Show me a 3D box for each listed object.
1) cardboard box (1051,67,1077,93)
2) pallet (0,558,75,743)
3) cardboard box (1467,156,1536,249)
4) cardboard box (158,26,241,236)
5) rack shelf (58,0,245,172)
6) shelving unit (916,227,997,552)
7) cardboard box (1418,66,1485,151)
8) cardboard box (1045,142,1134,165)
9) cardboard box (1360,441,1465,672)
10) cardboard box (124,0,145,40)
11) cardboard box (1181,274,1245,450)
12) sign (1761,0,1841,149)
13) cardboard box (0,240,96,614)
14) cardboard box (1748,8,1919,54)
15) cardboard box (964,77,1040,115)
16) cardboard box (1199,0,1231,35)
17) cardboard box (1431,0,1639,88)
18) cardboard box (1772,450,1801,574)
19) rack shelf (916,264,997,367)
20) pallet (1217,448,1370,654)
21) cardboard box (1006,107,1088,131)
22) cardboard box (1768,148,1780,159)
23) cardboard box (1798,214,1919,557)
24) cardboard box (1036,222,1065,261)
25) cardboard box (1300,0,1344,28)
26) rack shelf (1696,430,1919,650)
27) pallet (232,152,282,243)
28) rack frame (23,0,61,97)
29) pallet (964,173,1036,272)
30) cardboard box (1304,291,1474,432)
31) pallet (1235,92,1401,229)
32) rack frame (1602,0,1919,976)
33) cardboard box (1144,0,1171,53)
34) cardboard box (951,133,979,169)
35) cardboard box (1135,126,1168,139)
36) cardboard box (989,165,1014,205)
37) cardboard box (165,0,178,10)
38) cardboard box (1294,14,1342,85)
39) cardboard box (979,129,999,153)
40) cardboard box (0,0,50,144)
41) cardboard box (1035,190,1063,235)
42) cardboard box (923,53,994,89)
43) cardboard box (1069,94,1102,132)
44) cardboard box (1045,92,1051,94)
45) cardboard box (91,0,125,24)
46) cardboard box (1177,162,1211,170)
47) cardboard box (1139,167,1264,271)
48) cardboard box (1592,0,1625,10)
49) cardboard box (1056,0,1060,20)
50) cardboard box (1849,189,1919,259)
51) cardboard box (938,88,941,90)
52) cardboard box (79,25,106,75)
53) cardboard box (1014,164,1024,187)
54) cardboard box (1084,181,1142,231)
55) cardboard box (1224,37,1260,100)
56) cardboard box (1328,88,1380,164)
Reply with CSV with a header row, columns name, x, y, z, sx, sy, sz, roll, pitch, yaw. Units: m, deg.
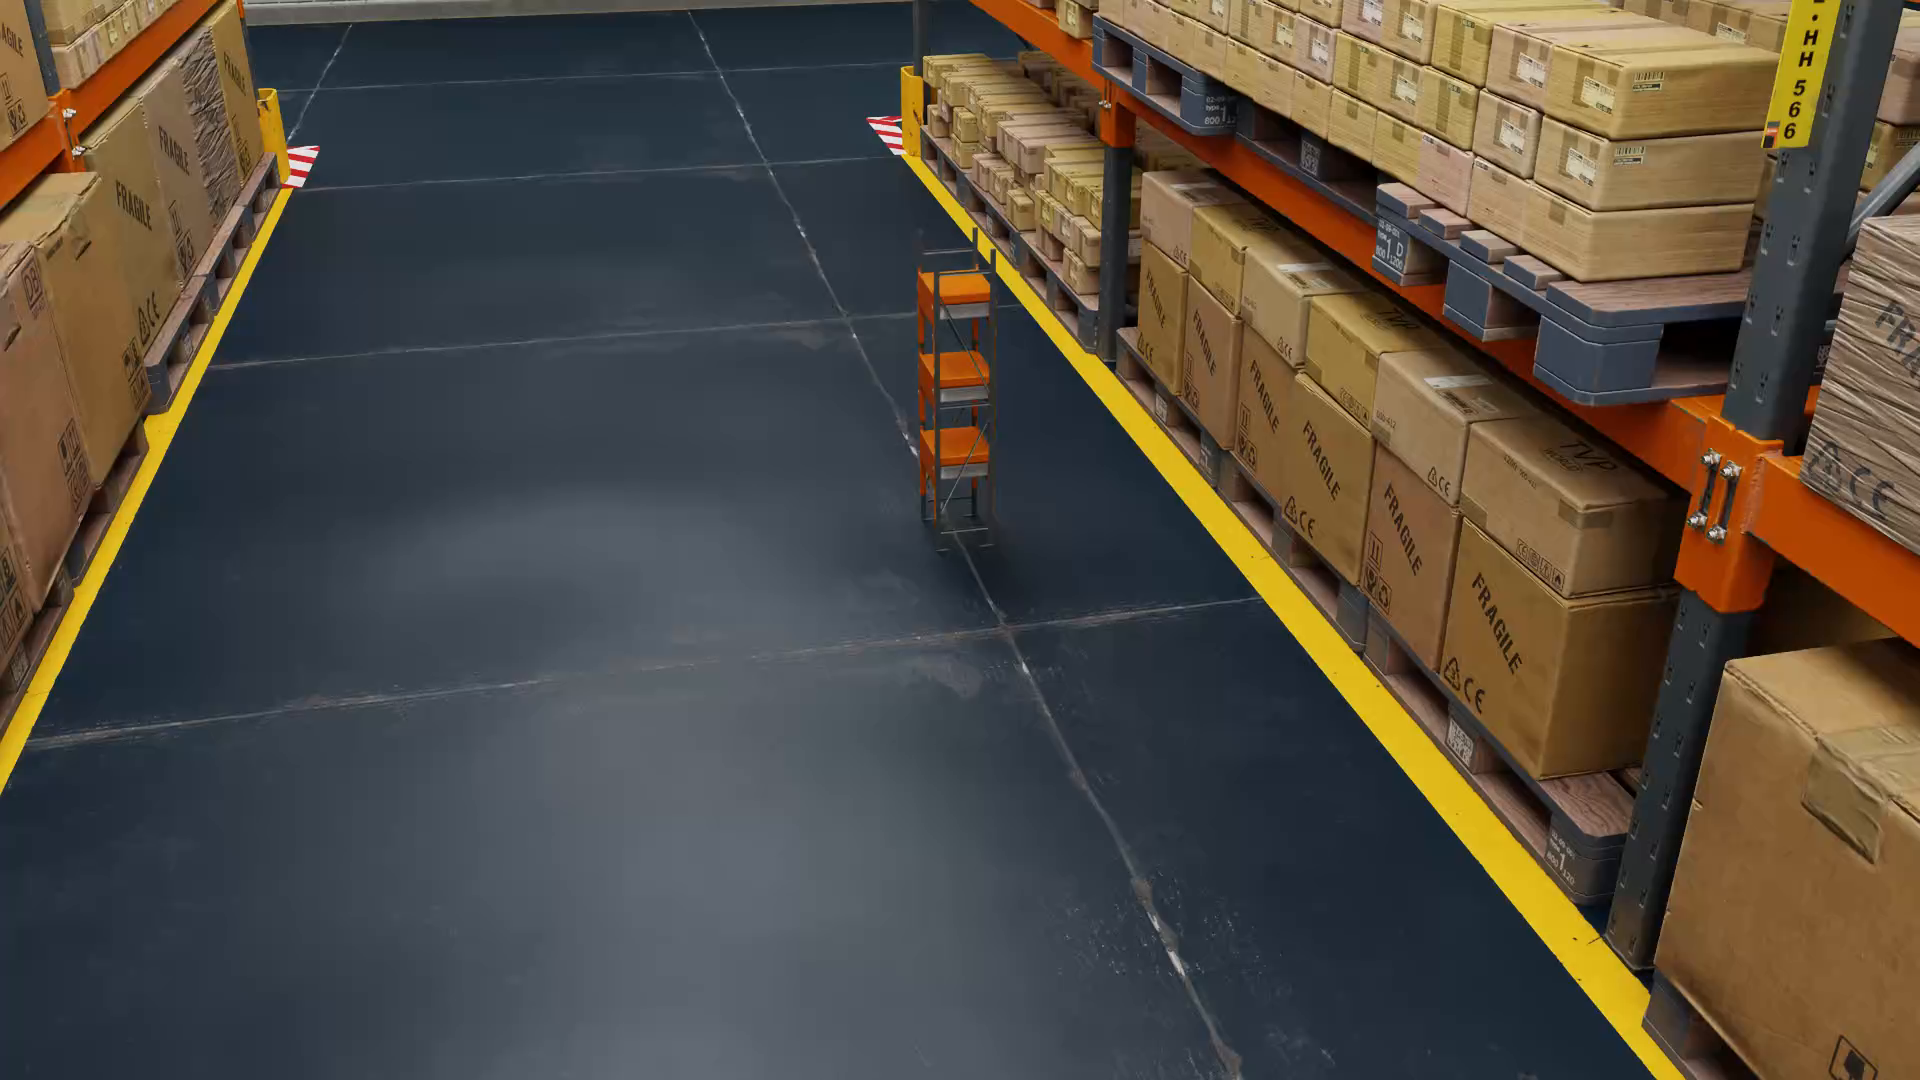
name,x,y,z,sx,sy,sz,roll,pitch,yaw
cardboard box,0.751,-2.695,9.798,0.380,0.149,0.250,-7,28,-13
pallet,-3.226,0.390,4.743,1.003,0.211,1.213,-6,27,-12
cardboard box,1.392,-0.780,3.780,0.380,0.149,0.250,-6,27,-12
cardboard box,-4.225,-2.045,8.365,0.875,0.875,0.875,-6,27,-12
rack shelf,-4.202,-2.280,7.736,1.077,0.370,4.000,-6,27,-12
shelving unit,-0.012,-0.492,5.560,0.215,1.050,0.252,-6,27,-12
cardboard box,1.327,-1.037,3.958,0.380,0.149,0.250,-5,27,-10
cardboard box,0.628,-1.831,8.086,0.380,0.149,0.250,-5,27,-10
cardboard box,1.489,0.012,4.706,0.500,0.500,0.500,-5,27,-10
cardboard box,-3.732,-2.233,7.123,0.380,0.149,0.250,-6,27,-12
cardboard box,1.133,-0.670,6.057,0.500,0.500,0.500,-5,27,-9
sign,1.479,-0.848,2.905,0.100,0.325,0.005,-6,27,-12
cardboard box,-3.385,-0.291,4.889,1.225,0.875,0.875,-7,28,-13
cardboard box,2.027,-1.107,3.767,0.380,0.149,0.250,-7,28,-13
cardboard box,0.237,-2.521,9.453,0.380,0.149,0.250,-7,28,-14
cardboard box,0.986,-1.711,5.294,0.380,0.149,0.250,-5,27,-10
cardboard box,1.335,-1.161,3.874,0.380,0.149,0.250,-5,27,-10
cardboard box,2.086,-0.160,4.213,0.500,0.250,0.500,-7,28,-14
rack shelf,-0.012,-0.736,5.437,0.215,0.259,0.240,-6,27,-12
pallet,1.559,-0.059,5.633,1.003,0.211,1.213,-6,27,-12
cardboard box,0.455,-2.178,8.773,0.380,0.149,0.250,-6,27,-11
cardboard box,2.029,-0.986,3.856,0.380,0.149,0.250,-5,27,-9
cardboard box,1.843,-0.246,2.798,0.500,0.500,0.500,-6,27,-11
cardboard box,0.584,-1.466,8.024,0.380,0.149,0.250,-7,28,-13
cardboard box,1.159,-1.503,4.552,0.380,0.149,0.250,-5,27,-9
rack shelf,2.456,0.773,1.688,1.077,0.370,4.000,-6,27,-12
pallet,-4.396,-1.891,9.262,1.003,0.211,1.213,-6,27,-12
rack frame,-3.751,-1.723,5.834,1.000,3.000,0.127,-6,27,-12
pallet,0.640,-1.765,9.013,1.003,0.211,1.213,-6,27,-12
cardboard box,1.372,-0.551,4.989,0.500,0.250,0.500,-5,27,-10
pallet,1.519,-1.205,5.022,1.003,0.211,1.213,-6,27,-12
rack frame,2.005,-0.426,3.265,1.000,3.000,0.127,-6,27,-12
cardboard box,0.865,-1.807,5.813,0.380,0.149,0.250,-6,27,-11
cardboard box,0.161,-2.252,9.581,0.380,0.149,0.250,-6,27,-11
cardboard box,1.060,-2.000,8.421,0.380,0.149,0.250,-5,27,-10
cardboard box,0.370,-1.913,8.908,0.380,0.149,0.250,-6,27,-12
cardboard box,-3.907,-2.573,7.797,0.380,0.149,0.250,-5,27,-11
cardboard box,1.158,-1.371,4.620,0.380,0.149,0.250,-5,27,-10
cardboard box,0.323,-2.275,9.295,0.380,0.149,0.250,-7,28,-14
cardboard box,-3.380,-1.590,5.460,0.500,0.500,0.500,-6,27,-11
cardboard box,0.573,-1.569,7.897,0.380,0.149,0.250,-7,28,-13
cardboard box,-0.010,-2.854,10.113,0.380,0.149,0.250,-7,28,-14
cardboard box,0.814,-2.335,9.086,0.380,0.149,0.250,-7,28,-13
cardboard box,0.606,-2.663,10.064,0.380,0.149,0.250,-7,28,-13
cardboard box,-3.709,-2.240,6.696,0.500,0.250,0.500,-6,27,-12
cardboard box,1.224,-1.662,7.751,0.380,0.149,0.250,-5,27,-9
cardboard box,1.013,-1.237,6.348,0.500,0.250,0.500,-7,28,-14
cardboard box,1.854,-1.450,4.447,0.380,0.149,0.250,-5,27,-9
cardboard box,0.645,-2.397,7.449,0.380,0.149,0.250,-5,27,-10
cardboard box,2.101,-0.718,3.657,0.380,0.149,0.250,-6,27,-12
cardboard box,0.070,-2.730,10.197,0.380,0.149,0.250,-5,27,-9
cardboard box,-3.553,-1.890,6.444,0.380,0.149,0.250,-7,28,-13
cardboard box,0.494,-1.919,8.590,0.380,0.149,0.250,-7,28,-14
cardboard box,0.770,-1.492,7.415,0.380,0.149,0.250,-5,27,-10
cardboard box,1.044,-1.465,5.136,0.380,0.149,0.250,-6,27,-13
cardboard box,1.219,-1.121,4.455,0.380,0.149,0.250,-7,28,-14
